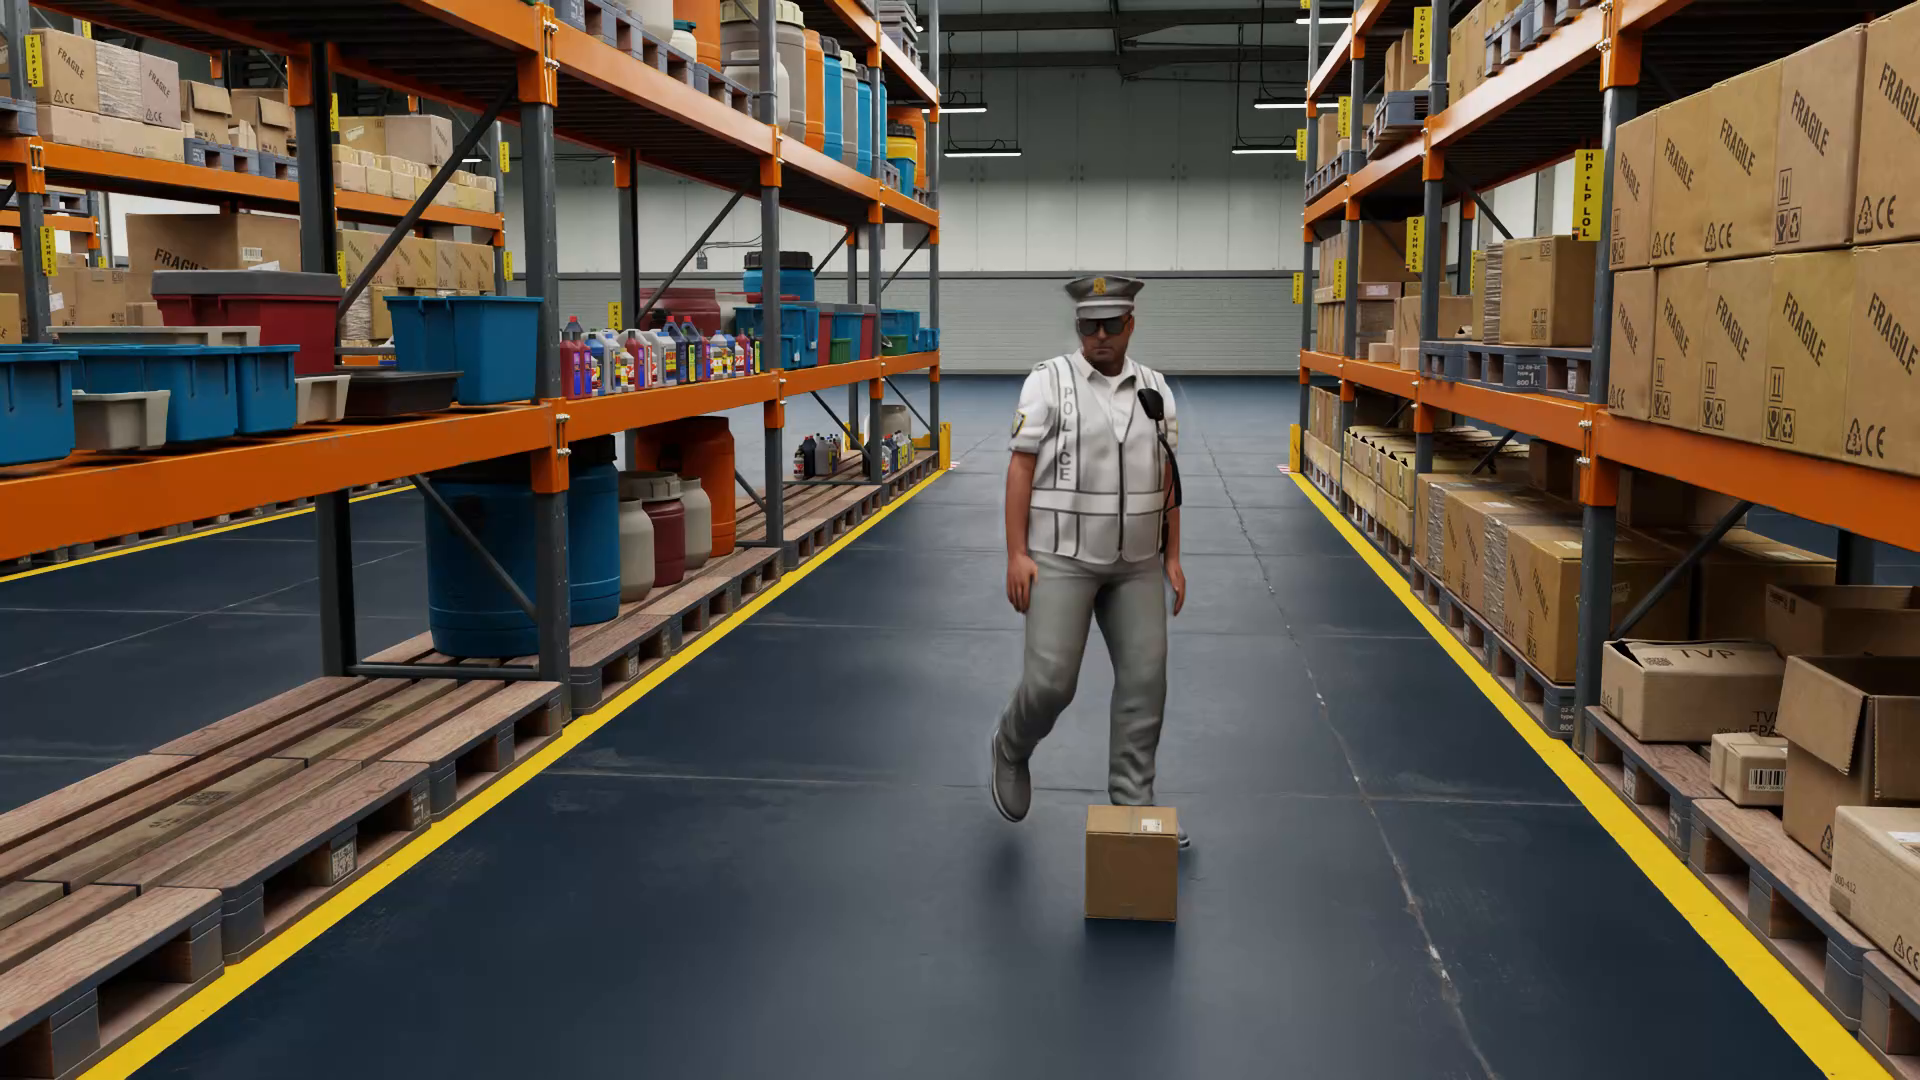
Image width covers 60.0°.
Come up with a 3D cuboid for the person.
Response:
[{"bbox_3d":[0.420,0.056,5.188,0.589,1.743,0.654,-3,8,-21],"label":"person"}]
